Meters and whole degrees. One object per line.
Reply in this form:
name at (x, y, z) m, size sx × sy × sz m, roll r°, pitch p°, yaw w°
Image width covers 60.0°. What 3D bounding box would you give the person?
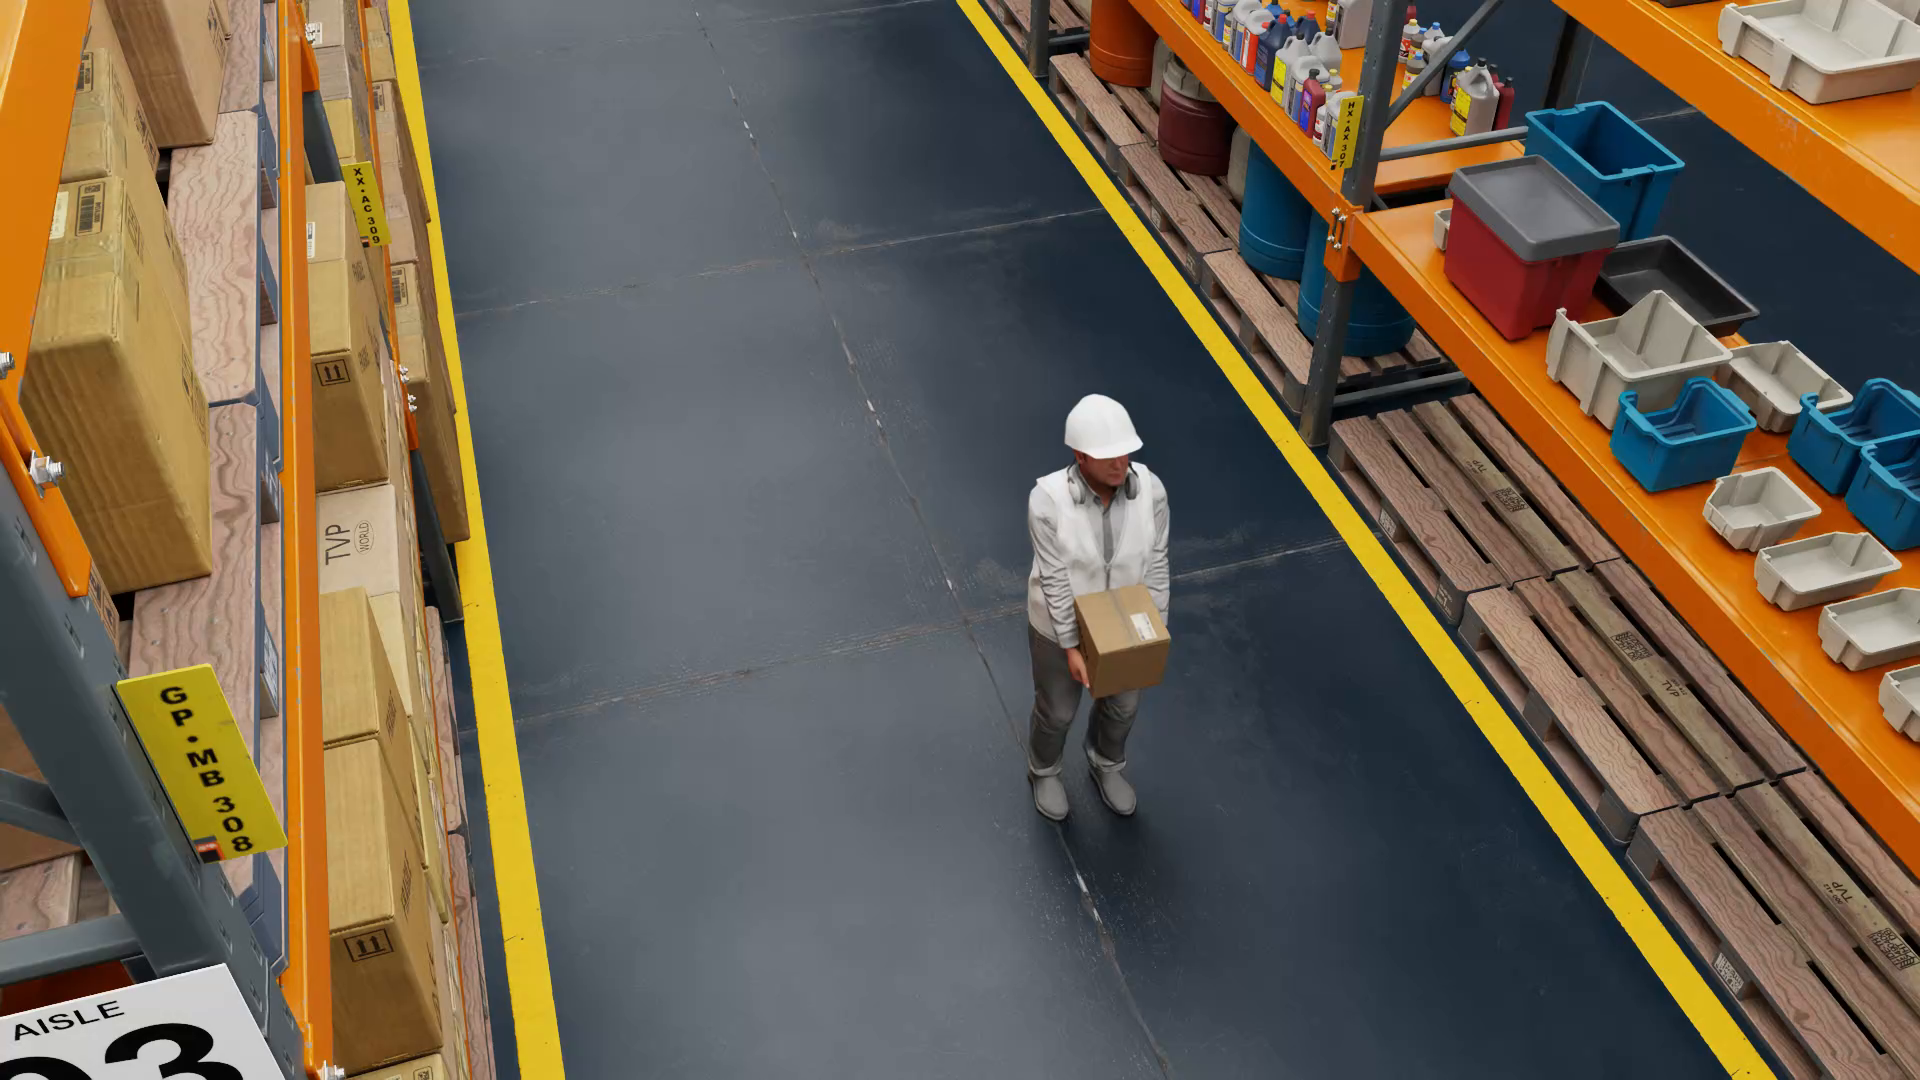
person at (0.493, 0.313, 5.799) m, size 0.494 × 1.762 × 0.556 m, roll -12°, pitch 43°, yaw -13°
